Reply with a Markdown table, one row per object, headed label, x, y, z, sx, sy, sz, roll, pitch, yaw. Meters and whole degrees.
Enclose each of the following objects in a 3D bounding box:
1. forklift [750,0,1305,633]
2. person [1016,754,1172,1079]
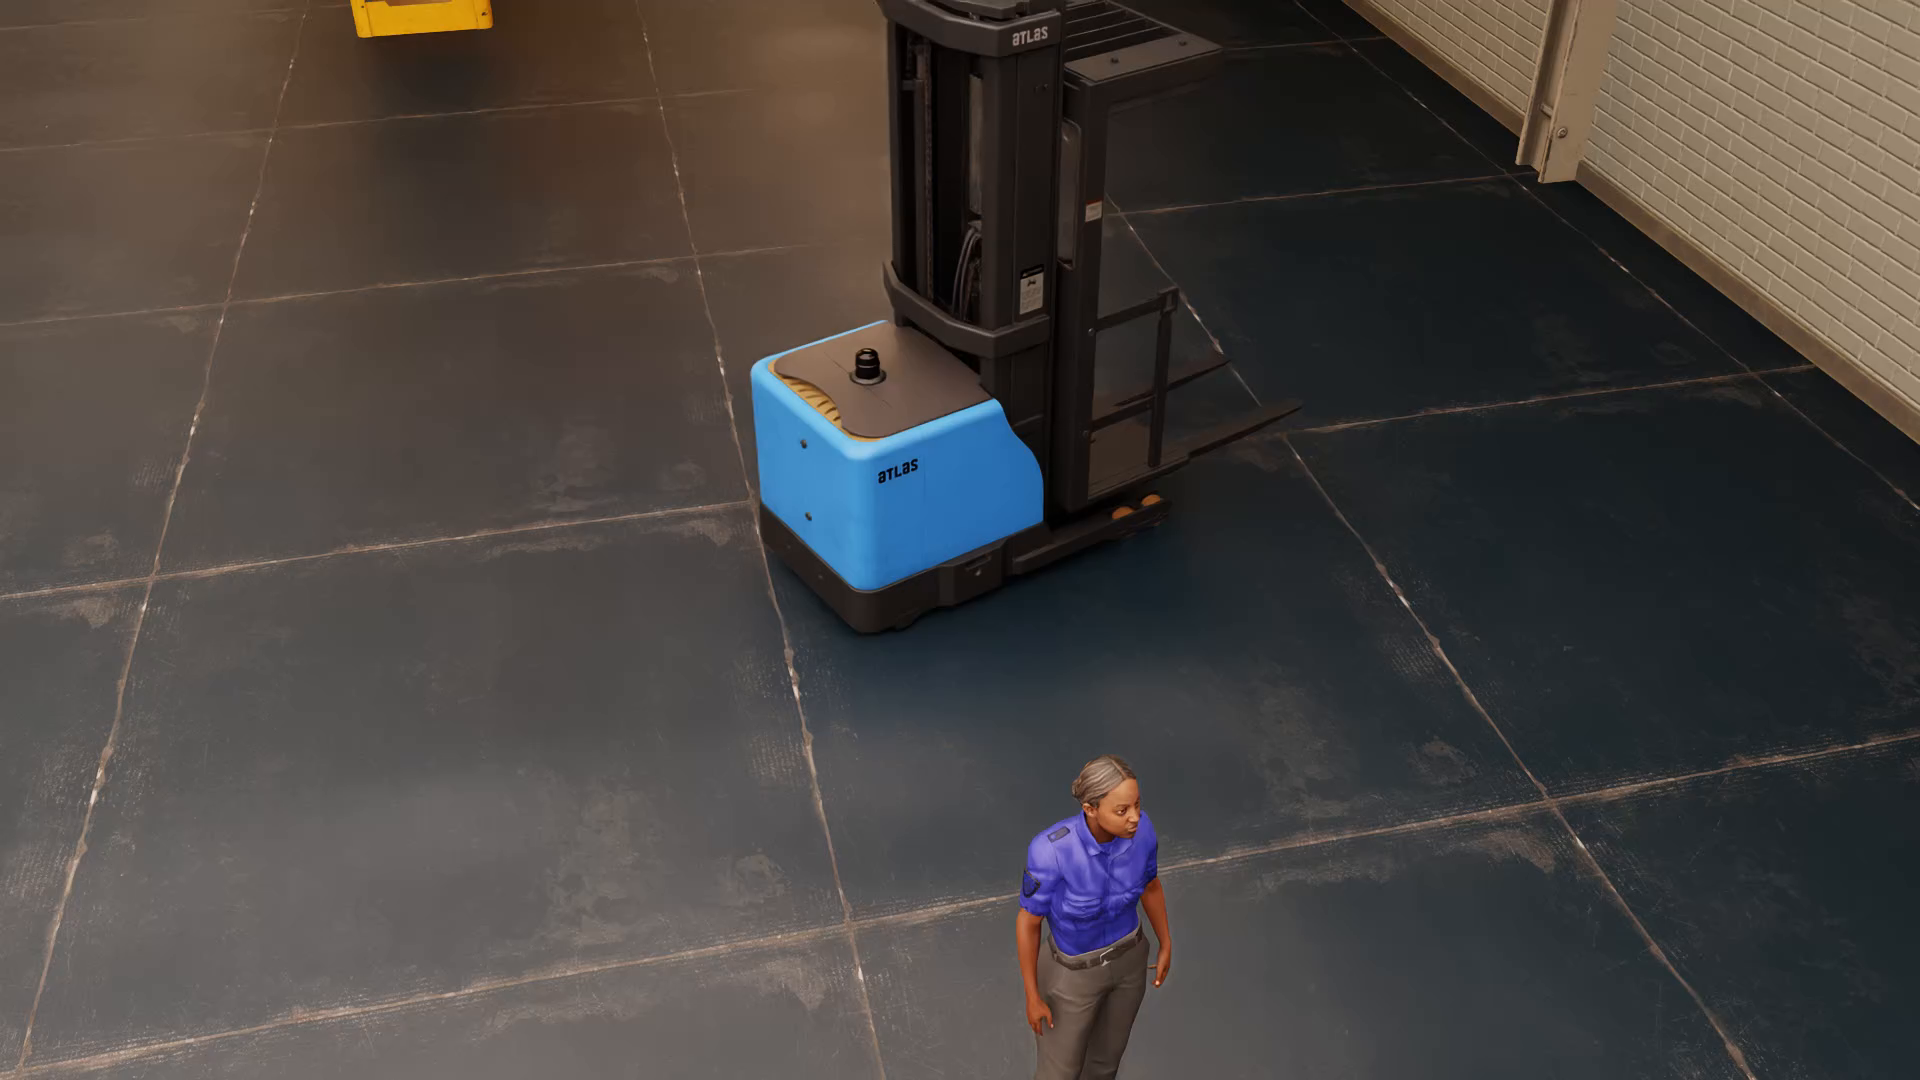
| label | x | y | z | sx | sy | sz | roll | pitch | yaw |
| --- | --- | --- | --- | --- | --- | --- | --- | --- | --- |
| forklift | 0.487 | -1.425 | 8.031 | 3.031 | 2.935 | 1.130 | -22 | 41 | -28 |
| person | 0.446 | 1.396 | 5.191 | 0.569 | 1.654 | 0.504 | -18 | 39 | -23 |
